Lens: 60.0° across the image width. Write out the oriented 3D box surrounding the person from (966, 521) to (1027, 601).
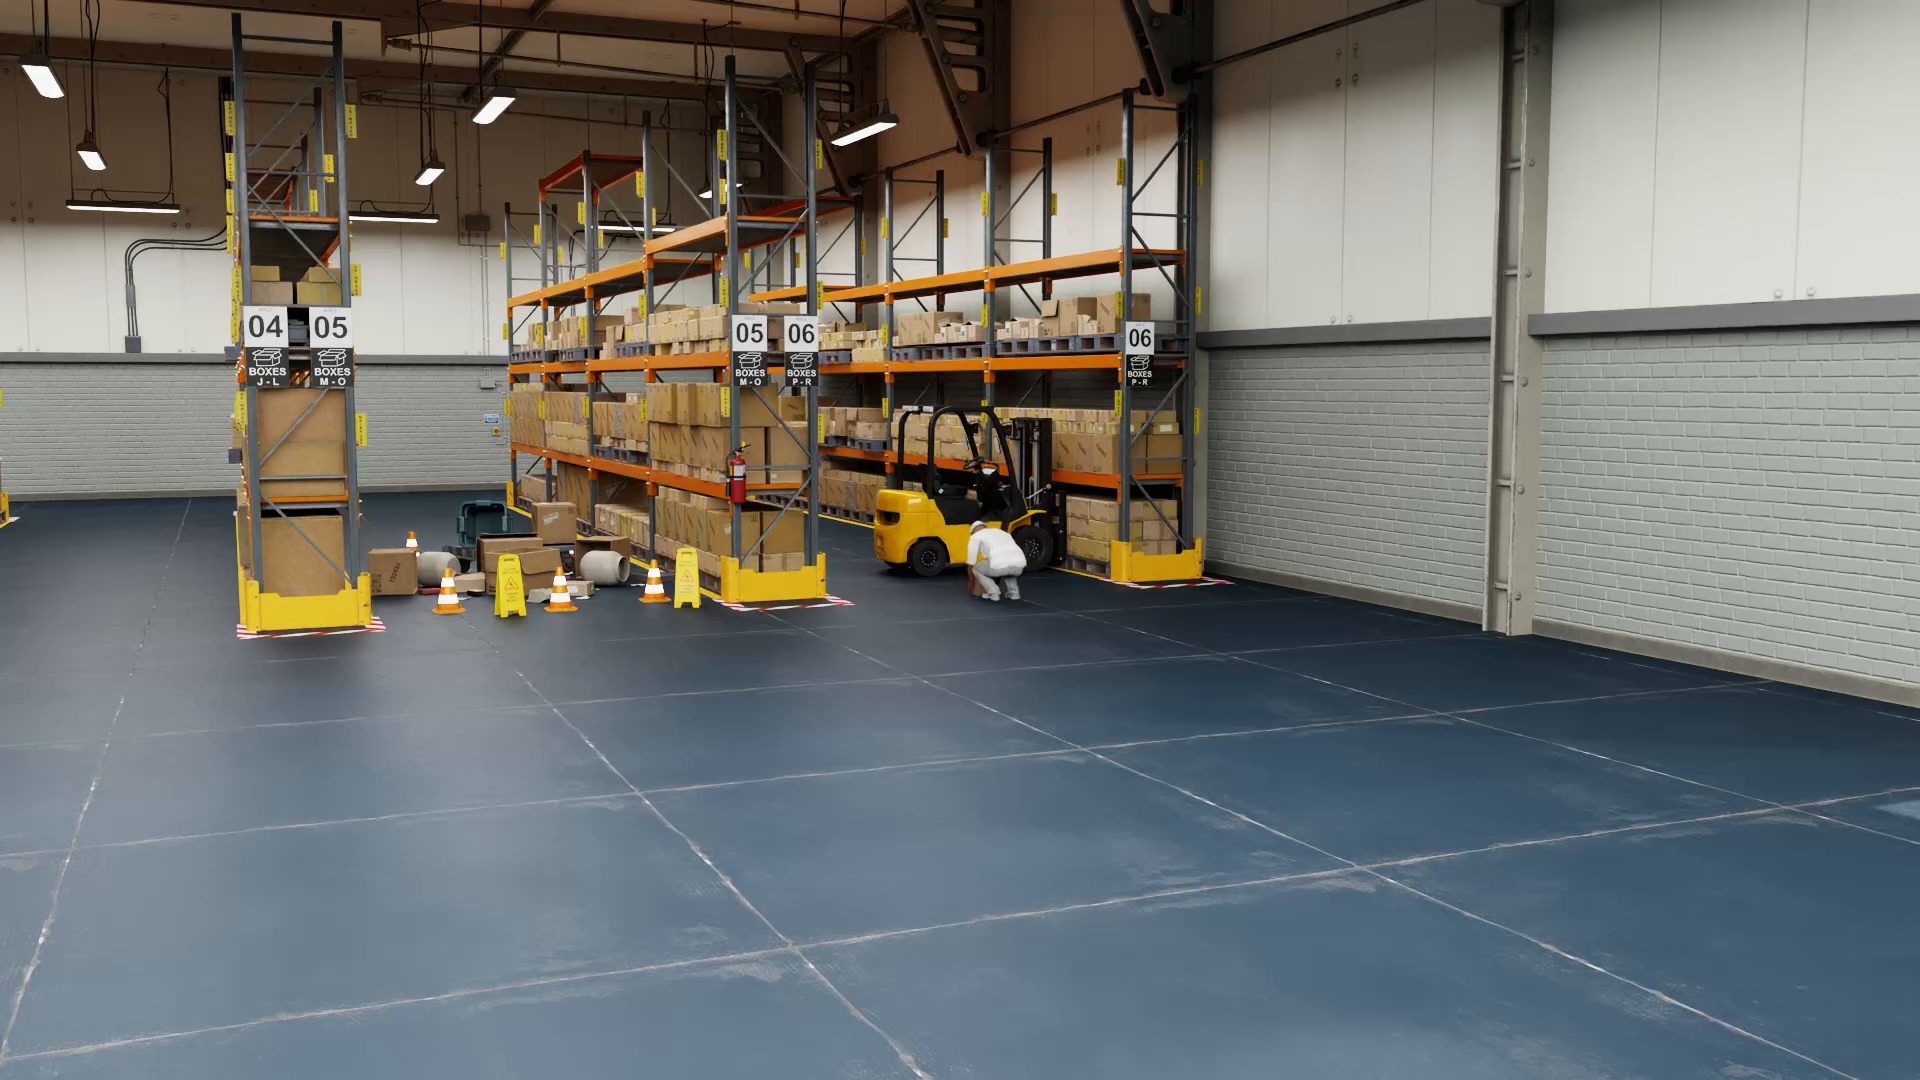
[{"bbox_3d":[0.382,0.251,19.031,0.560,0.892,0.901,-2,6,-24],"label":"person"}]
